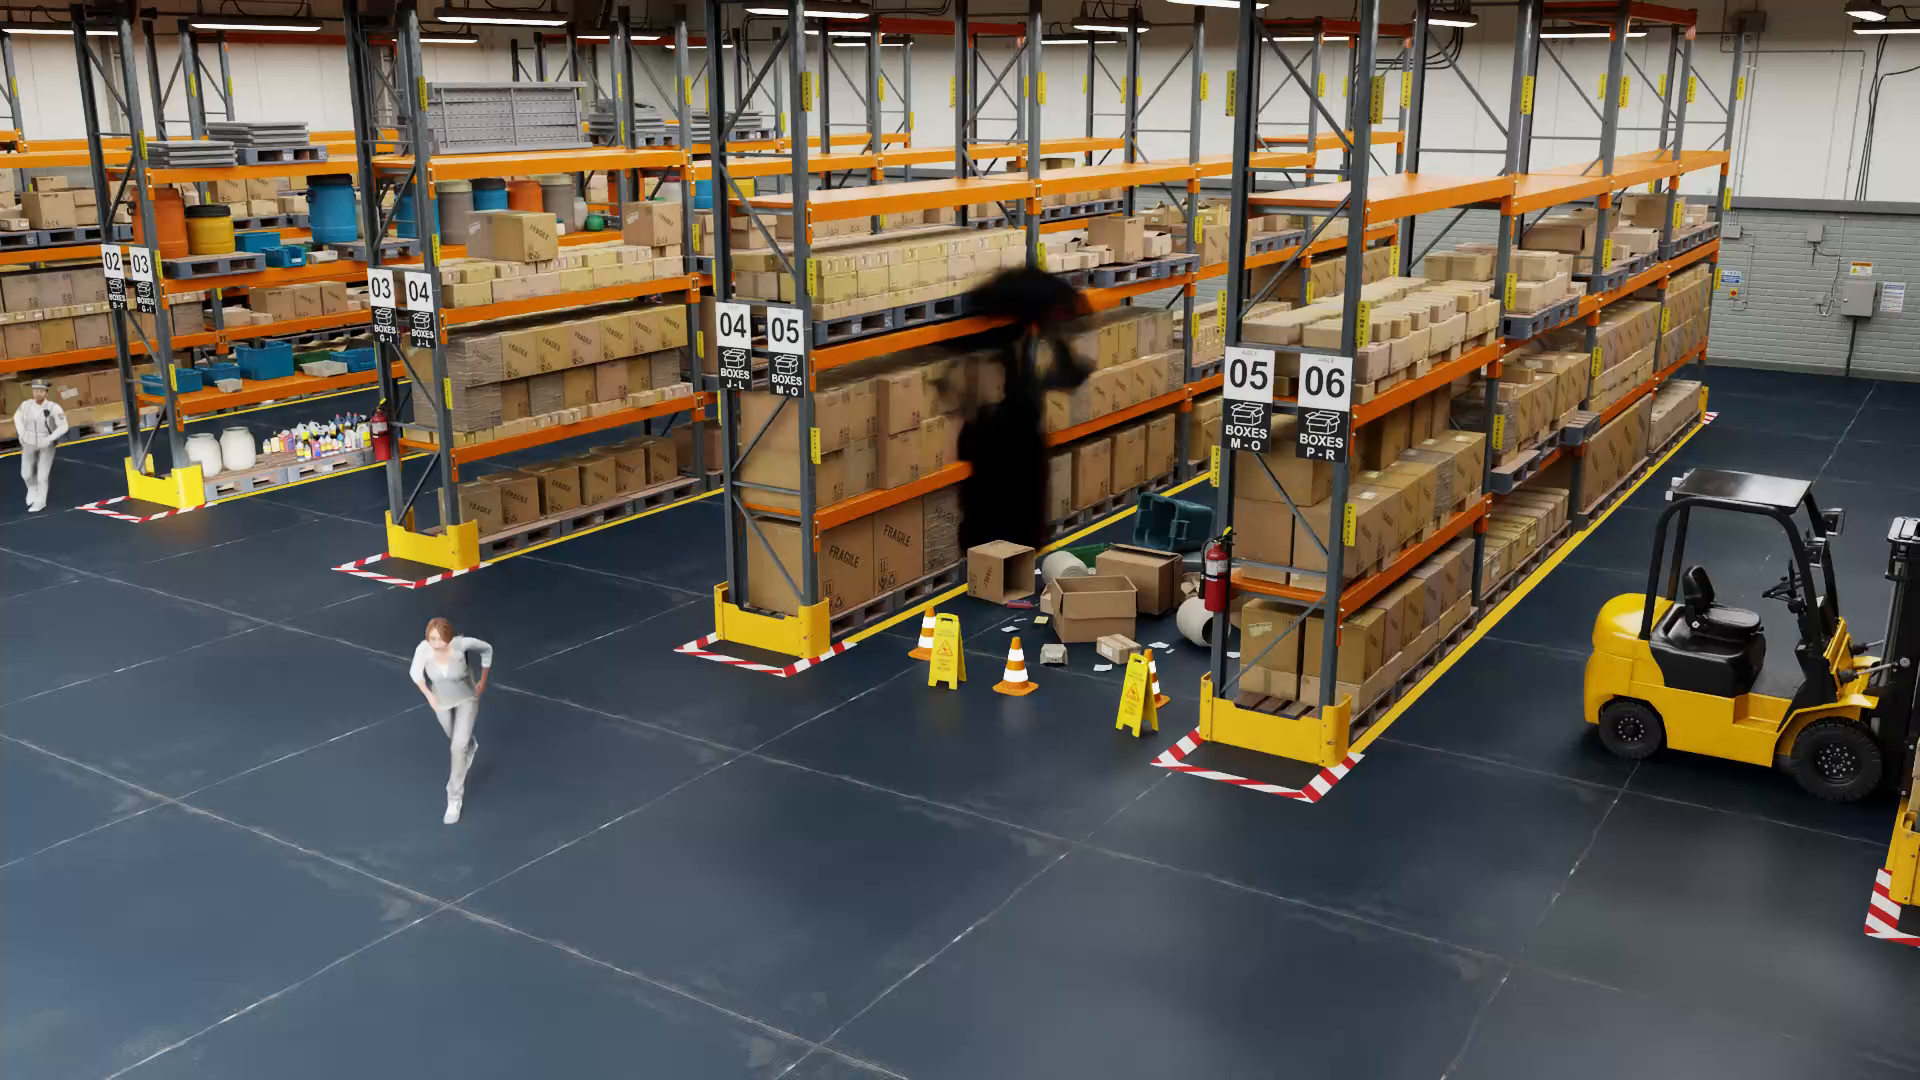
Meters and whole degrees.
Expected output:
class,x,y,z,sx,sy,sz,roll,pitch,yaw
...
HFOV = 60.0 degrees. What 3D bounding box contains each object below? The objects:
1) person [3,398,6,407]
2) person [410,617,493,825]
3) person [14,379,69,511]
class,x,y,z,sx,sy,sz,roll,pitch,yaw
person,-14.786,-2.535,25.121,0.685,1.737,0.603,6,17,22
person,-3.674,1.196,12.159,0.577,1.546,0.921,-2,16,-8
person,-11.237,-1.156,20.350,0.632,1.634,0.511,-4,16,-13
